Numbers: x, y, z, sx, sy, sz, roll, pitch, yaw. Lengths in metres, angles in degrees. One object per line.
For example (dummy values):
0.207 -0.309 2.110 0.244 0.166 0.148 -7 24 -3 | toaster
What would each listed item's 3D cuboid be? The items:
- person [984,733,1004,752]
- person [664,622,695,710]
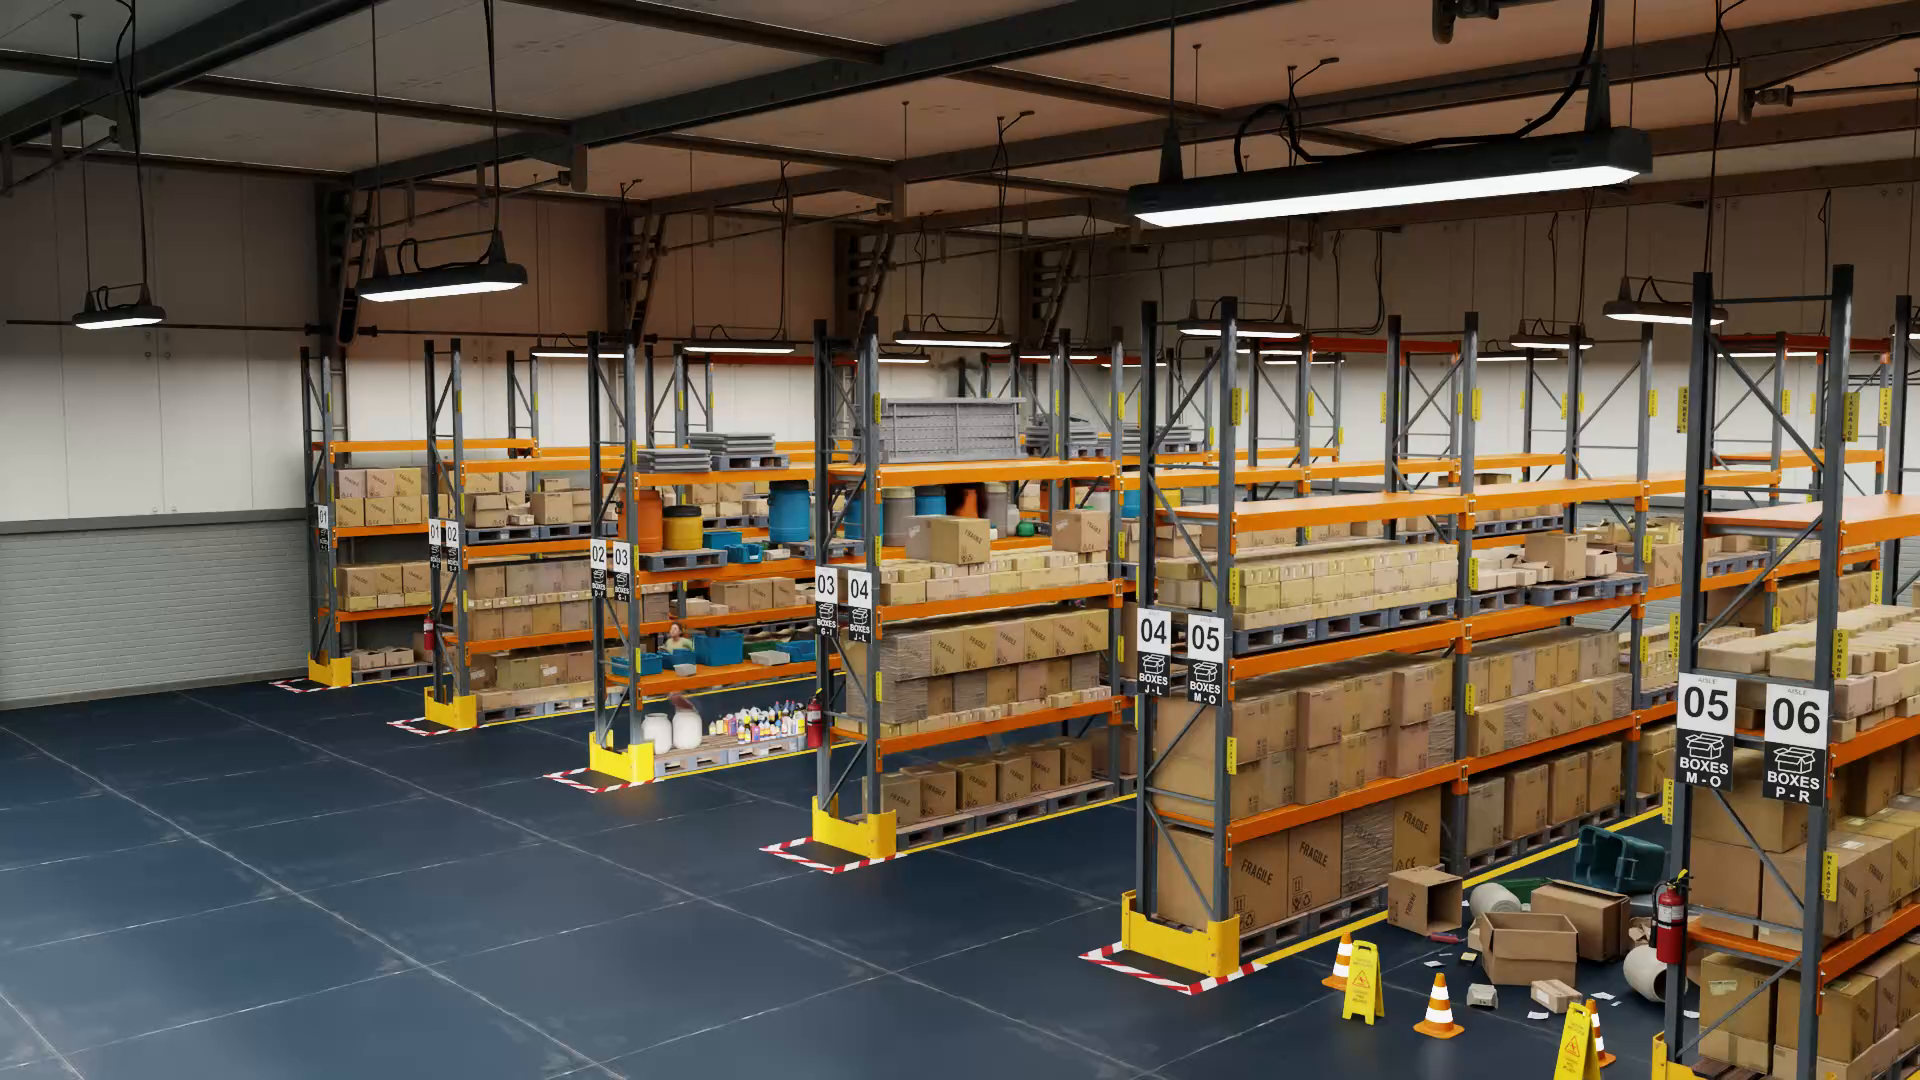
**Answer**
0.396 2.252 23.269 0.645 1.791 0.661 5 7 43 | person
-4.407 2.089 25.767 0.562 1.616 0.539 3 6 31 | person
